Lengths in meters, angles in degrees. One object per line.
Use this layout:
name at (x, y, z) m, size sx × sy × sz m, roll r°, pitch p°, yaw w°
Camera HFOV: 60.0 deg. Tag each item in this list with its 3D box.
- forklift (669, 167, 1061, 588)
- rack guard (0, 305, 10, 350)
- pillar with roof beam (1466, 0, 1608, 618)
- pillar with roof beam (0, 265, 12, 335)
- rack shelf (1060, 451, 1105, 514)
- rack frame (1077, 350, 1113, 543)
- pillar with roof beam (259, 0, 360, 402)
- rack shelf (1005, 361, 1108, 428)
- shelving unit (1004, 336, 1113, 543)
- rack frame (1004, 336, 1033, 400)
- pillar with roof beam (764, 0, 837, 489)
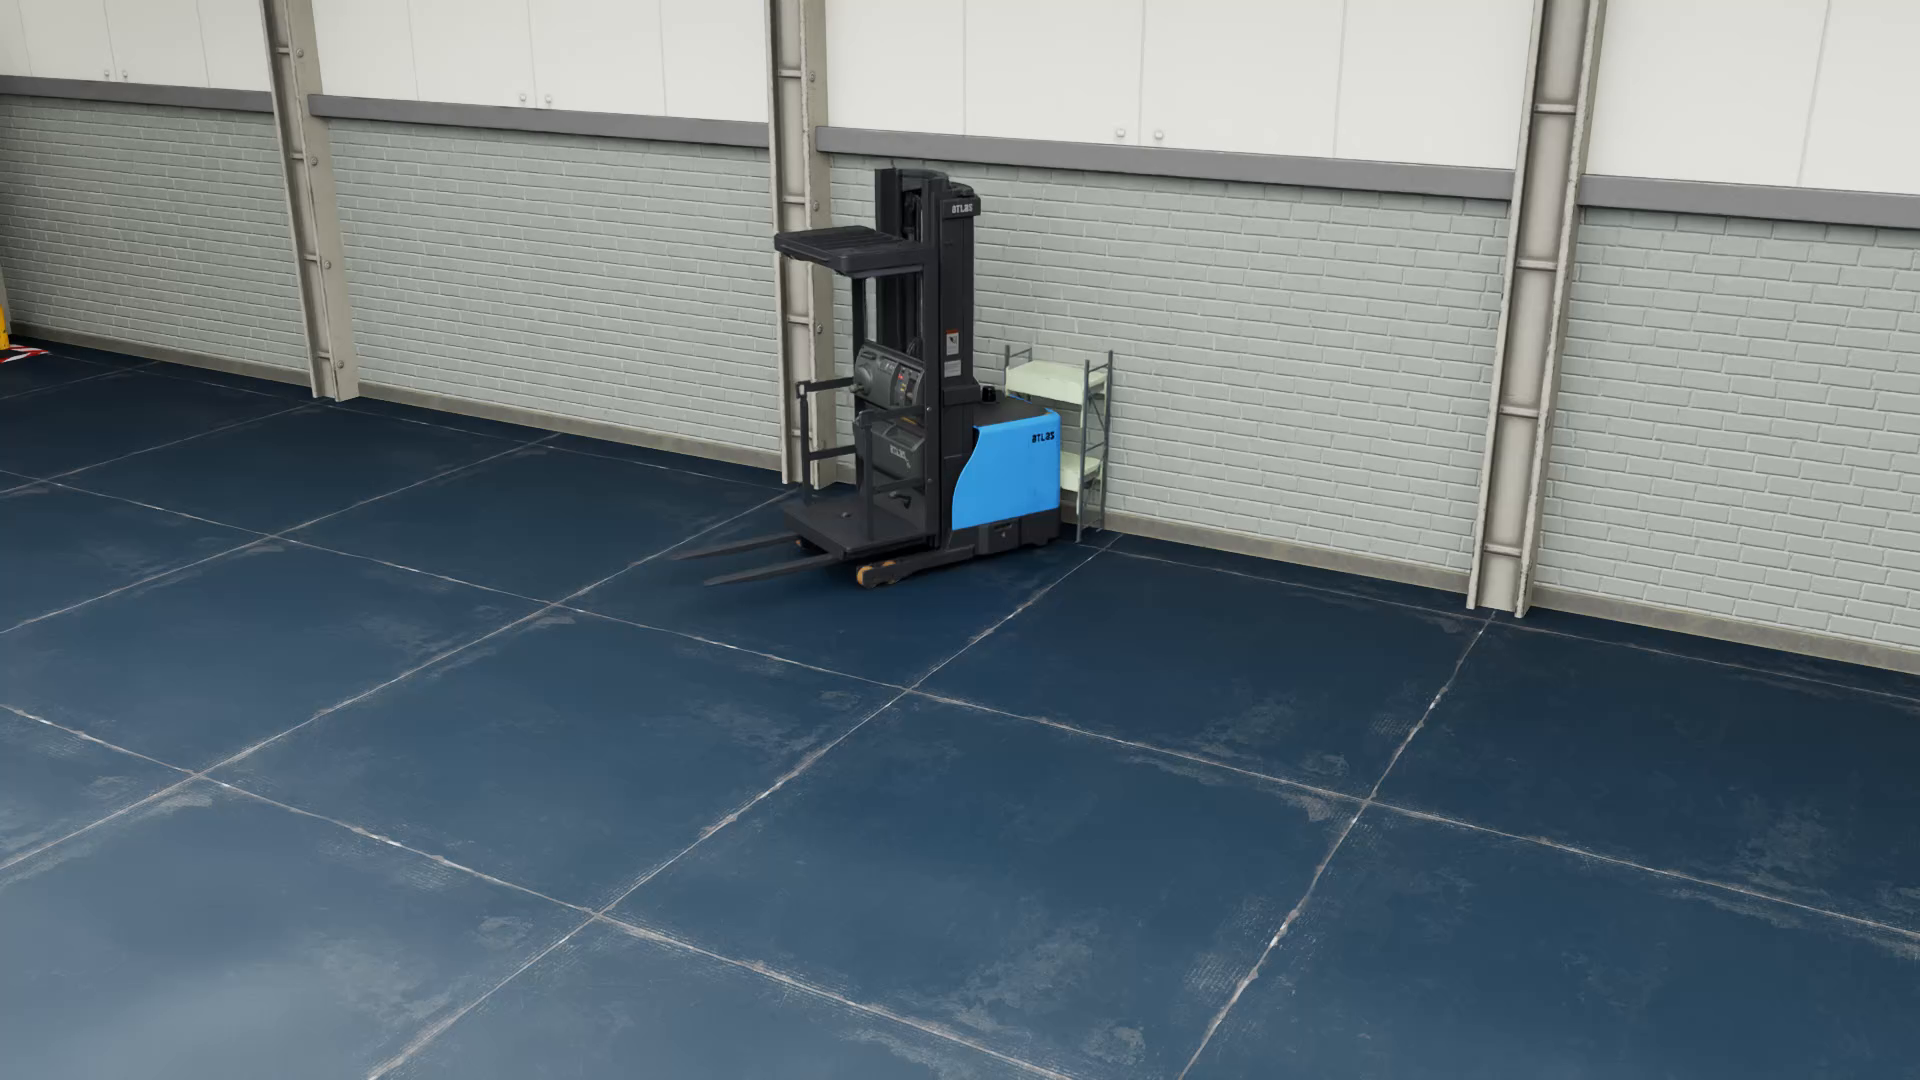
forklift at (-0.712, -1.222, 12.436) m, size 3.031 × 2.935 × 1.130 m, roll -12°, pitch 23°, yaw -31°
rack guard at (-11.621, -2.363, 19.147) m, size 0.348 × 0.500 × 1.175 m, roll 11°, pitch 23°, yaw 27°
pillar with roof beam at (1.804, -2.471, 6.982) m, size 0.400 × 9.000 × 9.100 m, roll 11°, pitch 23°, yaw 27°
pillar with roof beam at (-13.910, -5.465, 15.234) m, size 0.400 × 9.000 × 9.100 m, roll 11°, pitch 23°, yaw 27°
rack shelf at (0.761, -0.511, 13.489) m, size 0.720 × 0.370 × 0.431 m, roll 15°, pitch 25°, yaw 32°
rack frame at (1.068, -0.737, 13.181) m, size 0.023 × 1.500 × 0.400 m, roll 15°, pitch 25°, yaw 32°
pillar with roof beam at (-8.672, -4.467, 12.483) m, size 0.400 × 9.000 × 9.100 m, roll 11°, pitch 23°, yaw 27°
rack shelf at (0.775, -1.180, 13.234) m, size 0.720 × 0.370 × 0.431 m, roll 15°, pitch 25°, yaw 32°
shelving unit at (0.767, -0.816, 13.373) m, size 0.755 × 1.500 × 0.431 m, roll 15°, pitch 25°, yaw 32°
rack frame at (0.466, -0.895, 13.566) m, size 0.023 × 1.500 × 0.400 m, roll 15°, pitch 25°, yaw 32°
pillar with roof beam at (-3.434, -3.469, 9.733) m, size 0.400 × 9.000 × 9.100 m, roll 11°, pitch 23°, yaw 27°
